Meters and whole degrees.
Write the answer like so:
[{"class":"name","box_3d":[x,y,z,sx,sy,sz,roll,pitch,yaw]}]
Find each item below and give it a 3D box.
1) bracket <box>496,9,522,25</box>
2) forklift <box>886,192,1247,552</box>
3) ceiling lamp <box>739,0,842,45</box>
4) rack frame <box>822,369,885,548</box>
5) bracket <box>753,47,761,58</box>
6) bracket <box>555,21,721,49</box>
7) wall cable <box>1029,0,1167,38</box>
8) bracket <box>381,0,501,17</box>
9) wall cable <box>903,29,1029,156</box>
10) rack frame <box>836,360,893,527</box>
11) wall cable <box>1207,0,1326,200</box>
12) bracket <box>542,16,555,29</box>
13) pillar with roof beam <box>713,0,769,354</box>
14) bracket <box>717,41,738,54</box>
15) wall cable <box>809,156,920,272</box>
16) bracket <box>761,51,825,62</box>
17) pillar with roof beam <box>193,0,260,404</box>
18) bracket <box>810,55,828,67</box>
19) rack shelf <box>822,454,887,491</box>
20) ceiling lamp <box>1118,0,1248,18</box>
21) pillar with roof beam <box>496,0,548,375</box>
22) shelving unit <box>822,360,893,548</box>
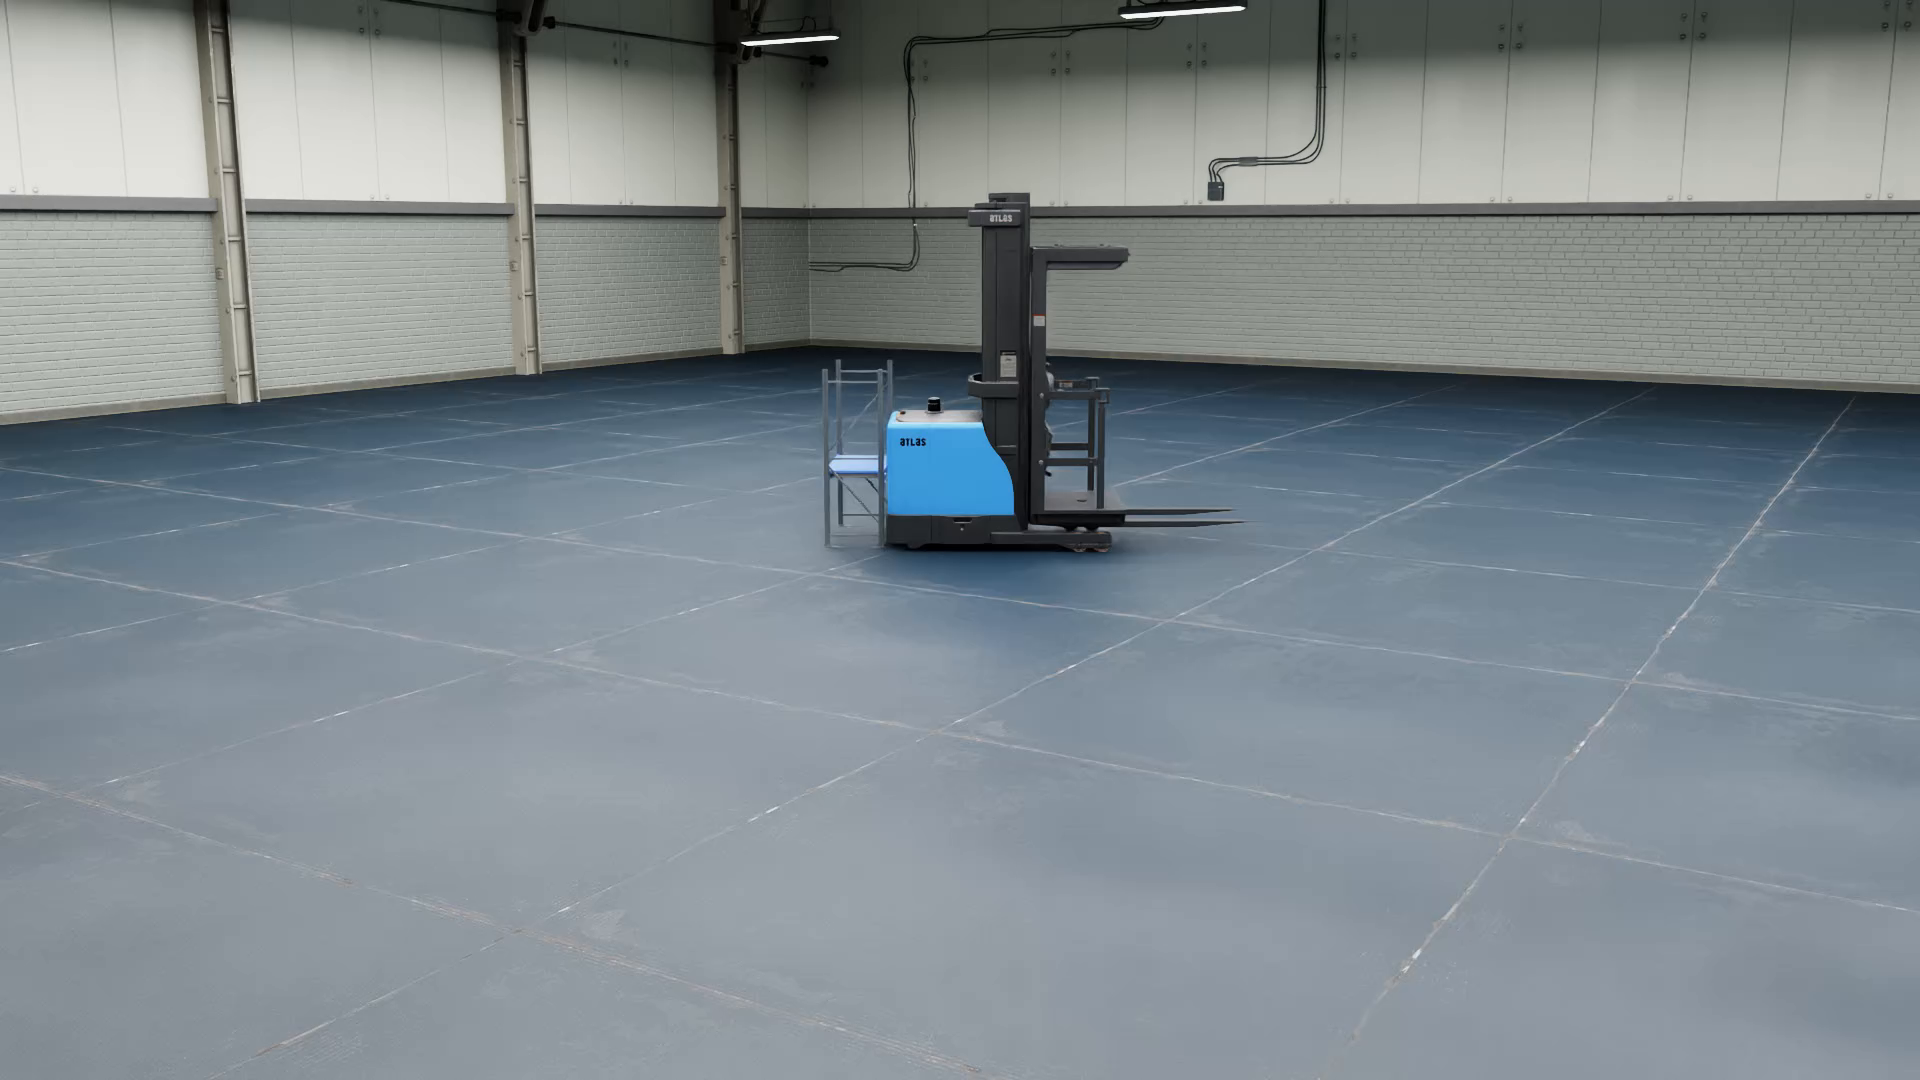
[{"class":"bracket","box_3d":[-7.913,-9.175,29.140,0.235,0.232,0.430,6,12,31]},{"class":"forklift","box_3d":[0.897,-1.438,14.082,3.031,2.935,1.130,0,11,0]},{"class":"ceiling lamp","box_3d":[-2.833,-10.256,28.834,2.000,3.185,0.800,6,12,31]},{"class":"rack frame","box_3d":[-0.889,-0.675,13.894,0.500,1.500,0.032,0,11,2]},{"class":"bracket","box_3d":[-4.367,-10.249,34.877,0.235,0.232,0.430,6,12,31]},{"class":"bracket","box_3d":[-6.136,-9.713,32.016,0.076,0.066,4.783,6,12,31]},{"class":"wall cable","box_3d":[2.731,-11.423,33.284,3.097,2.526,0.112,6,12,31]},{"class":"bracket","box_3d":[-9.251,-8.770,26.975,0.076,0.066,4.783,6,12,31]},{"class":"wall cable","box_3d":[0.086,-9.483,35.281,3.097,2.526,0.112,6,12,31]},{"class":"rack frame","box_3d":[-0.850,-0.862,14.893,0.500,1.500,0.032,0,11,2]},{"class":"wall cable","box_3d":[5.879,-9.547,31.670,2.305,6.003,0.169,6,12,31]},{"class":"bracket","box_3d":[-7.482,-9.305,29.837,0.235,0.232,0.430,6,12,31]},{"class":"pillar with roof beam","box_3d":[-1.207,-8.037,32.844,9.100,9.000,0.548,6,12,31]},{"class":"bracket","box_3d":[-4.798,-10.118,34.180,0.235,0.232,0.430,6,12,31]},{"class":"wall cable","box_3d":[-2.226,-7.259,37.127,3.097,2.526,0.112,6,12,31]},{"class":"bracket","box_3d":[-3.443,-10.529,36.372,0.076,0.066,3.189,6,12,31]},{"class":"pillar with roof beam","box_3d":[-7.437,-6.150,22.763,9.100,9.000,0.400,6,12,31]},{"class":"bracket","box_3d":[-3.137,-10.622,36.868,0.235,0.232,0.430,6,12,31]},{"class":"rack shelf","box_3d":[-0.869,-0.591,14.427,0.538,0.185,1.000,0,11,2]},{"class":"ceiling lamp","box_3d":[3.483,-9.550,25.063,2.000,3.185,0.800,6,12,31]},{"class":"pillar with roof beam","box_3d":[-4.322,-7.093,27.804,9.100,9.000,0.548,6,12,31]},{"class":"shelving unit","box_3d":[-0.869,-0.768,14.394,0.538,1.500,1.048,0,11,2]}]
